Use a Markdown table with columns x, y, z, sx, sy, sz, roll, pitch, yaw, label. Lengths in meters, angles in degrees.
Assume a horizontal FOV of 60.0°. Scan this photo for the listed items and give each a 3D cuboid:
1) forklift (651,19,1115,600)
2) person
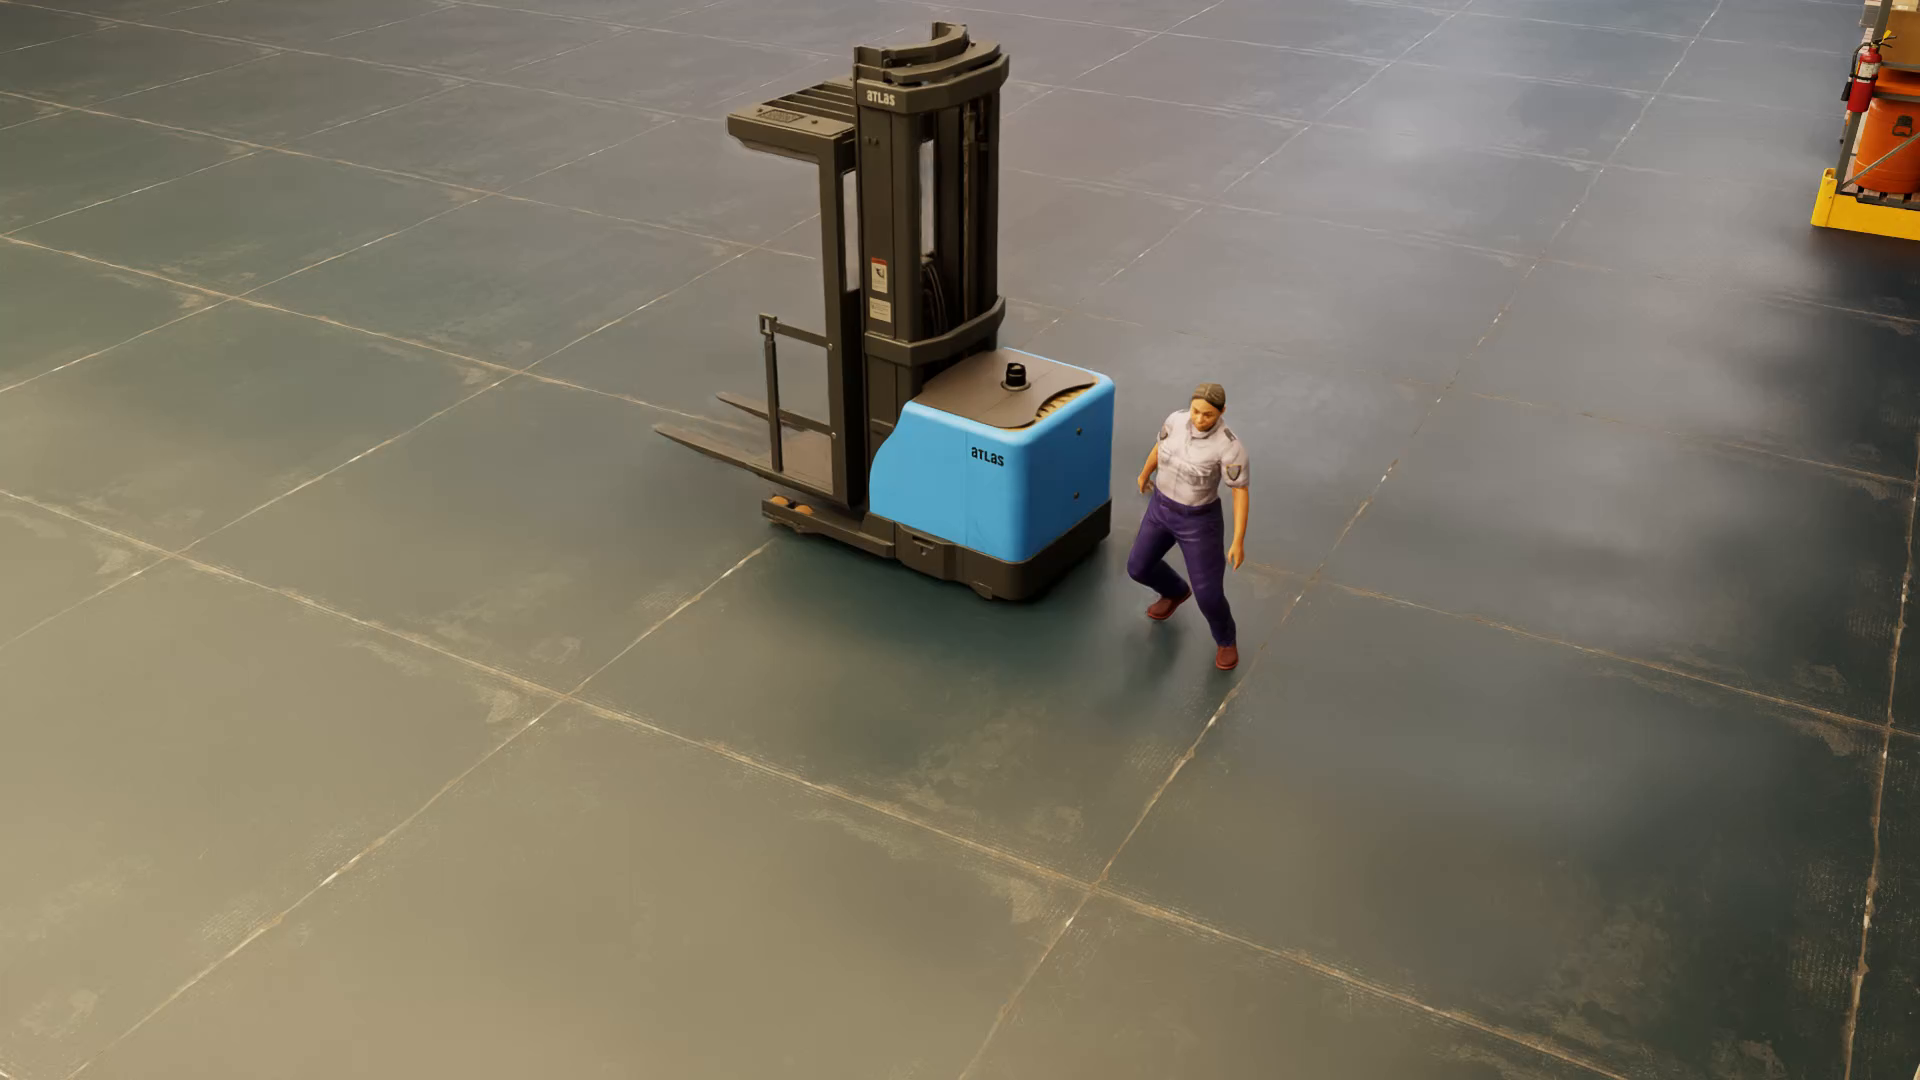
| x | y | z | sx | sy | sz | roll | pitch | yaw | label |
| --- | --- | --- | --- | --- | --- | --- | --- | --- | --- |
| -0.593 | -1.504 | 9.677 | 3.031 | 2.935 | 1.130 | 20 | 35 | 30 | forklift |
| 1.208 | -0.157 | 8.717 | 0.484 | 1.577 | 0.819 | -23 | 37 | -34 | person |
